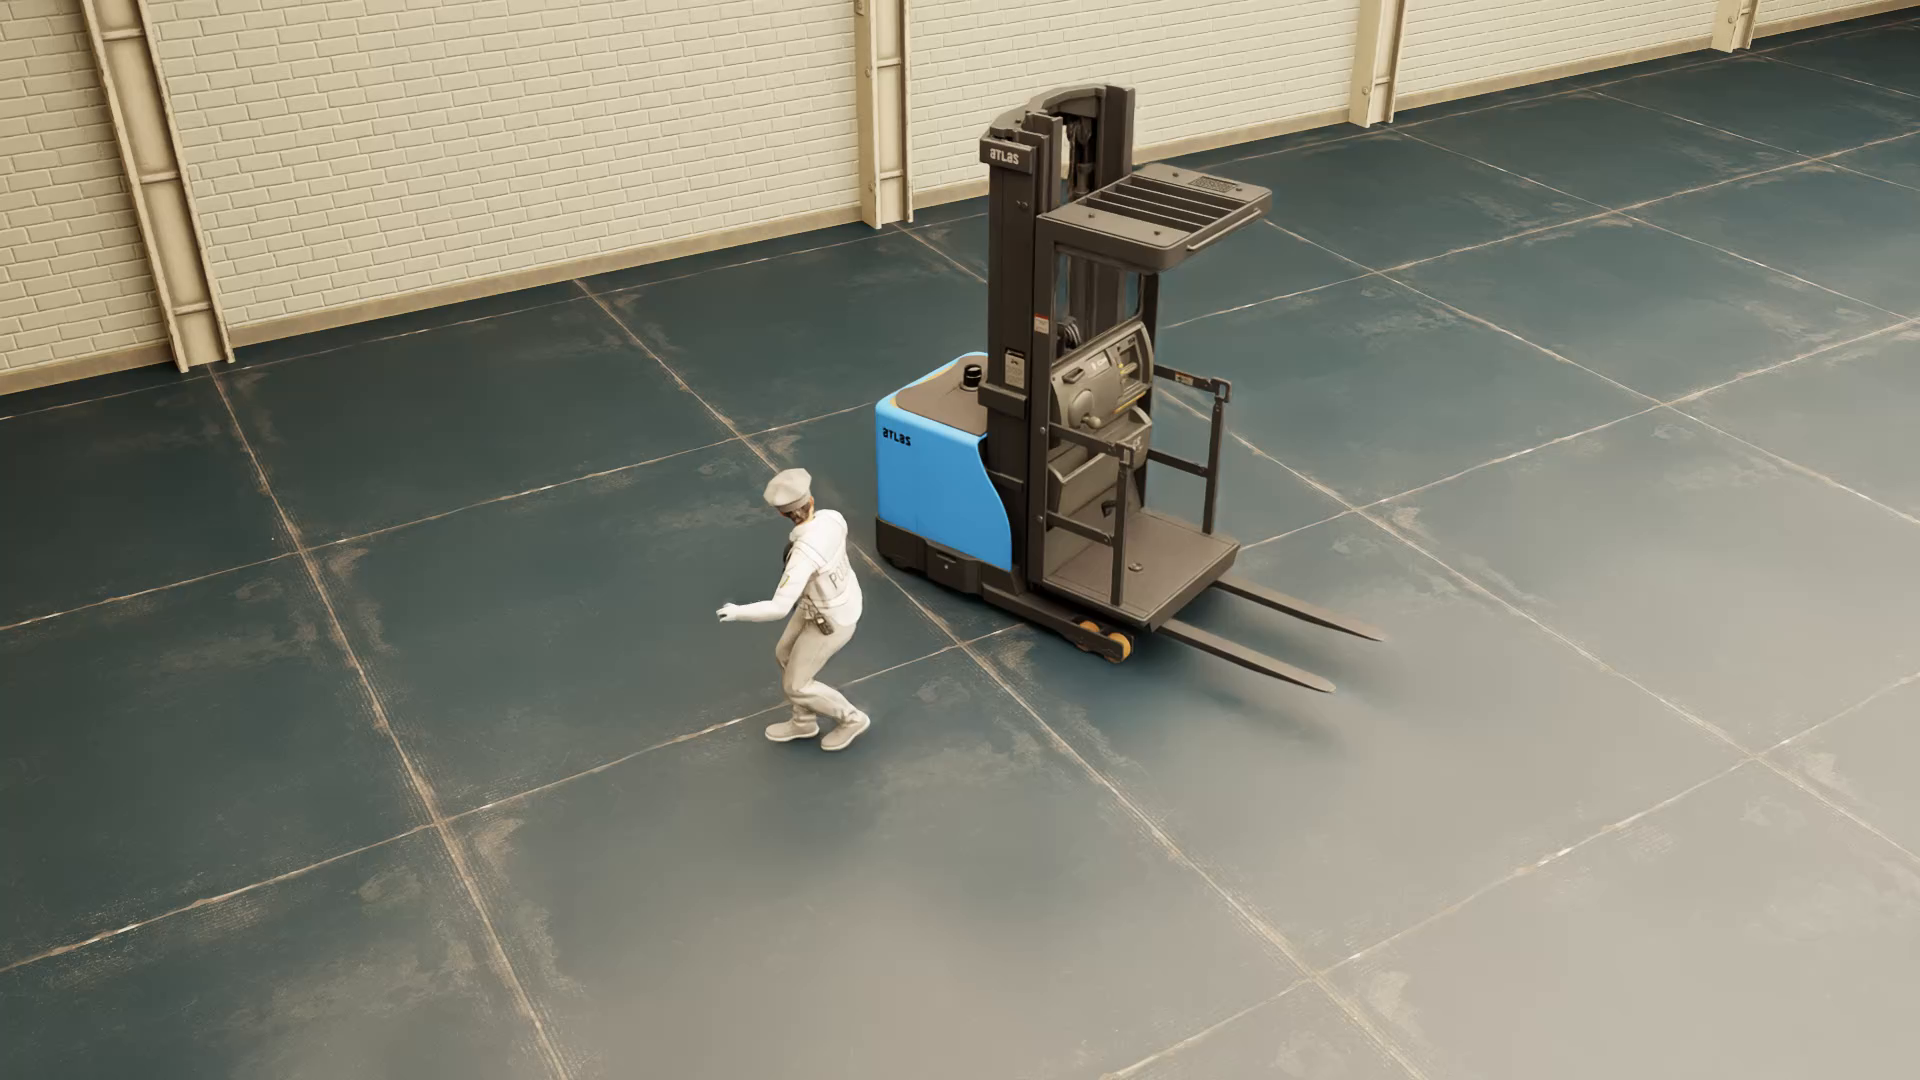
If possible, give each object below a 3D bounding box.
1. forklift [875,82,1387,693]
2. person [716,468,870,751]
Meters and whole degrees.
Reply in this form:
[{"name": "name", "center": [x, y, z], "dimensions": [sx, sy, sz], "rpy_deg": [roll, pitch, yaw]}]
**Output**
[{"name": "forklift", "center": [0.959, -0.876, 9.110], "dimensions": [3.031, 2.935, 1.130], "rpy_deg": [22, 37, 32]}, {"name": "person", "center": [-0.831, 0.351, 8.389], "dimensions": [0.730, 1.569, 0.779], "rpy_deg": [1, 31, 2]}]
